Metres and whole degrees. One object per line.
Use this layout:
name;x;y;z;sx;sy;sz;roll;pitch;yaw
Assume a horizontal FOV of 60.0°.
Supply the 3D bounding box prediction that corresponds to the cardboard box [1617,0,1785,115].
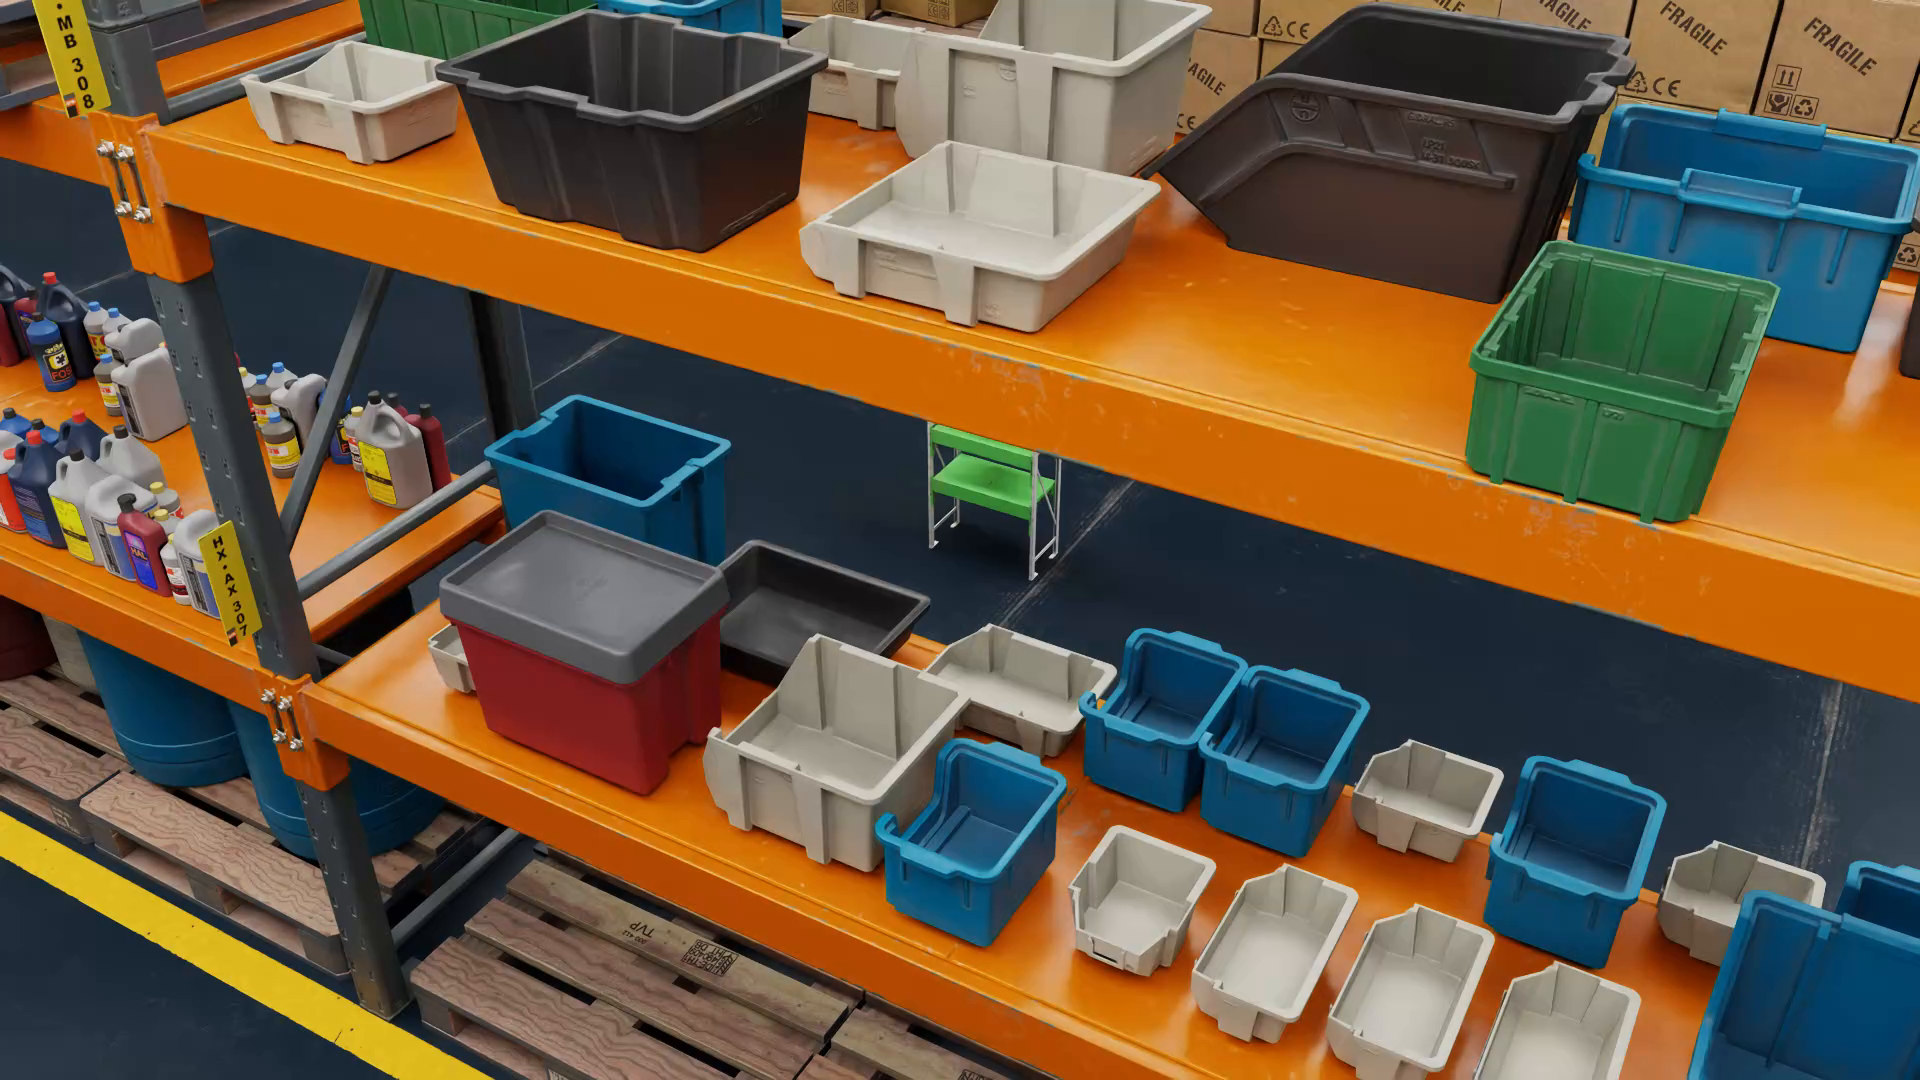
cardboard box;2.984;-2.047;6.626;0.500;0.500;0.500;19;38;26

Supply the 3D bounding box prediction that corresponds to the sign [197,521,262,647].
sign;-1.810;0.111;4.128;0.005;0.325;0.100;18;37;24

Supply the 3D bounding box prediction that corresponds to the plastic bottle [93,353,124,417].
plastic bottle;-2.799;-0.519;5.503;0.097;0.201;0.097;0;34;0

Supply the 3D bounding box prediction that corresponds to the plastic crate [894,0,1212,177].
plastic crate;0.166;-0.895;3.289;0.530;0.282;0.437;18;37;24

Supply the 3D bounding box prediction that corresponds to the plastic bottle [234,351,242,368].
plastic bottle;-2.413;-0.540;5.460;0.133;0.283;0.061;18;37;24

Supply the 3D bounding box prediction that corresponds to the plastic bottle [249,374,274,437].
plastic bottle;-2.238;-0.439;5.382;0.097;0.201;0.097;0;34;0

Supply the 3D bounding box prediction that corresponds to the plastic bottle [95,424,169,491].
plastic bottle;-2.424;-0.182;4.862;0.185;0.351;0.144;18;37;24

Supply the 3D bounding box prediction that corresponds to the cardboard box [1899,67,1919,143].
cardboard box;3.875;-1.769;6.207;0.500;0.500;0.500;17;37;24

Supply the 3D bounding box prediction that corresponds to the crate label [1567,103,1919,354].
crate label;1.297;-0.534;2.773;0.502;0.251;0.408;18;37;24

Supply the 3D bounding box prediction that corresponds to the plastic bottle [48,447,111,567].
plastic bottle;-2.496;-0.113;4.758;0.185;0.351;0.144;18;37;24

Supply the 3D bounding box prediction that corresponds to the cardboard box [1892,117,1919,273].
cardboard box;3.874;-1.355;6.488;0.500;0.500;0.500;19;38;26

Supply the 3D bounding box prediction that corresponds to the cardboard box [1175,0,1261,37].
cardboard box;1.195;-2.614;7.476;0.500;0.500;0.500;19;38;26

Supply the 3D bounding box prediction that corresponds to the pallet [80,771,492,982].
pallet;-2.185;0.890;5.723;1.213;0.211;1.003;18;37;24

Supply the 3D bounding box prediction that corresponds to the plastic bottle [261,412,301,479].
plastic bottle;-2.112;-0.302;5.176;0.097;0.201;0.097;0;34;0

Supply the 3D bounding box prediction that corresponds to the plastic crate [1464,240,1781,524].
plastic crate;0.939;-0.232;2.377;0.336;0.188;0.450;18;37;24

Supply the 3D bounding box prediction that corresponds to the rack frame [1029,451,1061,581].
rack frame;0.356;-0.387;6.748;0.015;1.200;0.240;18;37;24

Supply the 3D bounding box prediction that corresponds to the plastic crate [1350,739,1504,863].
plastic crate;1.060;0.606;3.818;0.298;0.136;0.250;18;37;24

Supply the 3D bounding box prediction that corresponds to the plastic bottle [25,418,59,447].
plastic bottle;-2.747;-0.242;5.023;0.097;0.271;0.097;0;34;0

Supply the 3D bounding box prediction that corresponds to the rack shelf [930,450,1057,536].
rack shelf;0.144;-0.201;7.018;0.480;0.148;0.258;18;37;24

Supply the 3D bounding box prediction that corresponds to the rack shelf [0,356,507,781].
rack shelf;-3.272;-0.289;5.626;4.000;0.370;1.077;18;37;24

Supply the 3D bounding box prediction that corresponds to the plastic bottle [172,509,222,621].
plastic bottle;-2.038;0.061;4.565;0.135;0.276;0.152;18;37;24

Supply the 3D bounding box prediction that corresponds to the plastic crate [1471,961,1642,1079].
plastic crate;1.139;1.010;3.211;0.243;0.136;0.396;18;37;24

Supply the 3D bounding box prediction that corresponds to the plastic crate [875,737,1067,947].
plastic crate;0.027;0.665;3.642;0.300;0.233;0.416;18;37;24

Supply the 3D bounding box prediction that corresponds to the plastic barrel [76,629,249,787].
plastic barrel;-2.614;0.308;5.596;0.708;0.901;0.600;18;37;24

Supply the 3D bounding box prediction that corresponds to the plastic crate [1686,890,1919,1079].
plastic crate;1.554;1.020;2.926;0.499;0.435;0.616;18;37;24

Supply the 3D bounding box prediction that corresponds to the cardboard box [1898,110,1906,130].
cardboard box;4.144;-1.611;6.873;0.500;0.500;0.500;18;38;25

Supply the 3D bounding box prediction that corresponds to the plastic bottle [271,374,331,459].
plastic bottle;-2.066;-0.398;5.253;0.135;0.276;0.152;18;37;24

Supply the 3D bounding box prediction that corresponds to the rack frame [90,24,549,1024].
rack frame;-1.536;-0.038;4.601;0.127;3.000;1.000;18;37;24

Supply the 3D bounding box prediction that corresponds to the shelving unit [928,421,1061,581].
shelving unit;0.144;-0.454;6.849;0.503;1.200;0.258;18;37;24

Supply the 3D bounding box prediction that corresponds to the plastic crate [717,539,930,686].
plastic crate;-0.430;0.230;4.393;0.590;0.125;0.437;18;37;24

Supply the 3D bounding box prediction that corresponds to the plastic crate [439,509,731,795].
plastic crate;-0.885;0.276;4.017;0.583;0.464;0.402;18;37;24

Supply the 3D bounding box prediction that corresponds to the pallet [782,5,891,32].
pallet;-0.857;-2.908;9.084;1.213;0.211;1.003;18;37;24

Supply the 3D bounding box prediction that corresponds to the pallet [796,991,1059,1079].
pallet;0.185;1.641;4.595;1.213;0.211;1.003;18;37;24

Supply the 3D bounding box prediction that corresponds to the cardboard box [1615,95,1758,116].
cardboard box;2.992;-1.635;6.909;0.500;0.500;0.500;18;38;25

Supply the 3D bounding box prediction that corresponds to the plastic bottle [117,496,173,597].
plastic bottle;-2.262;0.016;4.625;0.133;0.283;0.061;18;37;24

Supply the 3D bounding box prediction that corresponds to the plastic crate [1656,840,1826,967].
plastic crate;1.649;0.792;3.538;0.298;0.136;0.250;18;37;24

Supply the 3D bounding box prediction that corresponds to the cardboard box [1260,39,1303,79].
cardboard box;1.679;-2.052;7.535;0.500;0.500;0.500;18;38;25

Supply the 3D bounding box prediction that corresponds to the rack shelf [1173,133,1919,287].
rack shelf;2.662;-1.571;7.552;4.000;0.370;1.077;18;37;24

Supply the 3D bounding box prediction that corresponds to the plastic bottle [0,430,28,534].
plastic bottle;-2.793;-0.179;4.924;0.135;0.276;0.152;18;37;24

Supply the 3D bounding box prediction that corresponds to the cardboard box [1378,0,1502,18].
cardboard box;2.089;-2.330;7.051;0.500;0.500;0.500;16;37;23

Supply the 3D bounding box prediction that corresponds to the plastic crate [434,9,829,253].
plastic crate;-0.593;-0.759;3.095;0.590;0.269;0.497;18;37;24

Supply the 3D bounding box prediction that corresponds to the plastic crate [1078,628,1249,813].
plastic crate;0.483;0.436;3.986;0.300;0.233;0.416;18;37;24

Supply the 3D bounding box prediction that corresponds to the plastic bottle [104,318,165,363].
plastic bottle;-2.754;-0.616;5.580;0.135;0.276;0.152;18;37;24

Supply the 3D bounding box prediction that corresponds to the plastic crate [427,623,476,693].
plastic crate;-1.202;0.243;4.362;0.243;0.136;0.396;18;37;24

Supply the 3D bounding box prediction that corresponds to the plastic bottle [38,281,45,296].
plastic bottle;-3.177;-0.782;5.823;0.133;0.283;0.061;18;37;24

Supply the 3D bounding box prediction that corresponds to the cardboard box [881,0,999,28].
cardboard box;-0.003;-3.034;8.630;0.500;0.500;0.700;24;41;32

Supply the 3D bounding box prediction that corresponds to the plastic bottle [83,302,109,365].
plastic bottle;-2.925;-0.686;5.689;0.097;0.271;0.097;0;34;0

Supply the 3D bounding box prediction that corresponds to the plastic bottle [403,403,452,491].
plastic bottle;-1.642;-0.296;5.093;0.133;0.283;0.061;18;37;24

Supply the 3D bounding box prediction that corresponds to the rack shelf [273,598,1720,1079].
rack shelf;0.201;0.811;3.974;4.000;0.370;1.077;18;37;24

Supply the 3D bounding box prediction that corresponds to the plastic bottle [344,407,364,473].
plastic bottle;-1.867;-0.321;5.205;0.097;0.201;0.097;0;34;0

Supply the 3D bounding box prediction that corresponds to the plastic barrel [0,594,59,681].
plastic barrel;-3.595;0.128;6.149;0.708;0.588;0.600;18;37;24

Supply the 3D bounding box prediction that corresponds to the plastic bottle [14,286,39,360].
plastic bottle;-3.207;-0.753;5.779;0.133;0.283;0.061;18;37;24

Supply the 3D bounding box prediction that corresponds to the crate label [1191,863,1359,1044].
crate label;0.641;0.858;3.439;0.243;0.136;0.396;18;37;24

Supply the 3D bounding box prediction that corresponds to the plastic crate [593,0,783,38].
plastic crate;-0.587;-1.120;3.671;0.300;0.233;0.416;18;37;24

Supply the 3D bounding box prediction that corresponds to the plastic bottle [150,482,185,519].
plastic bottle;-2.310;-0.074;4.834;0.097;0.201;0.097;0;34;0
